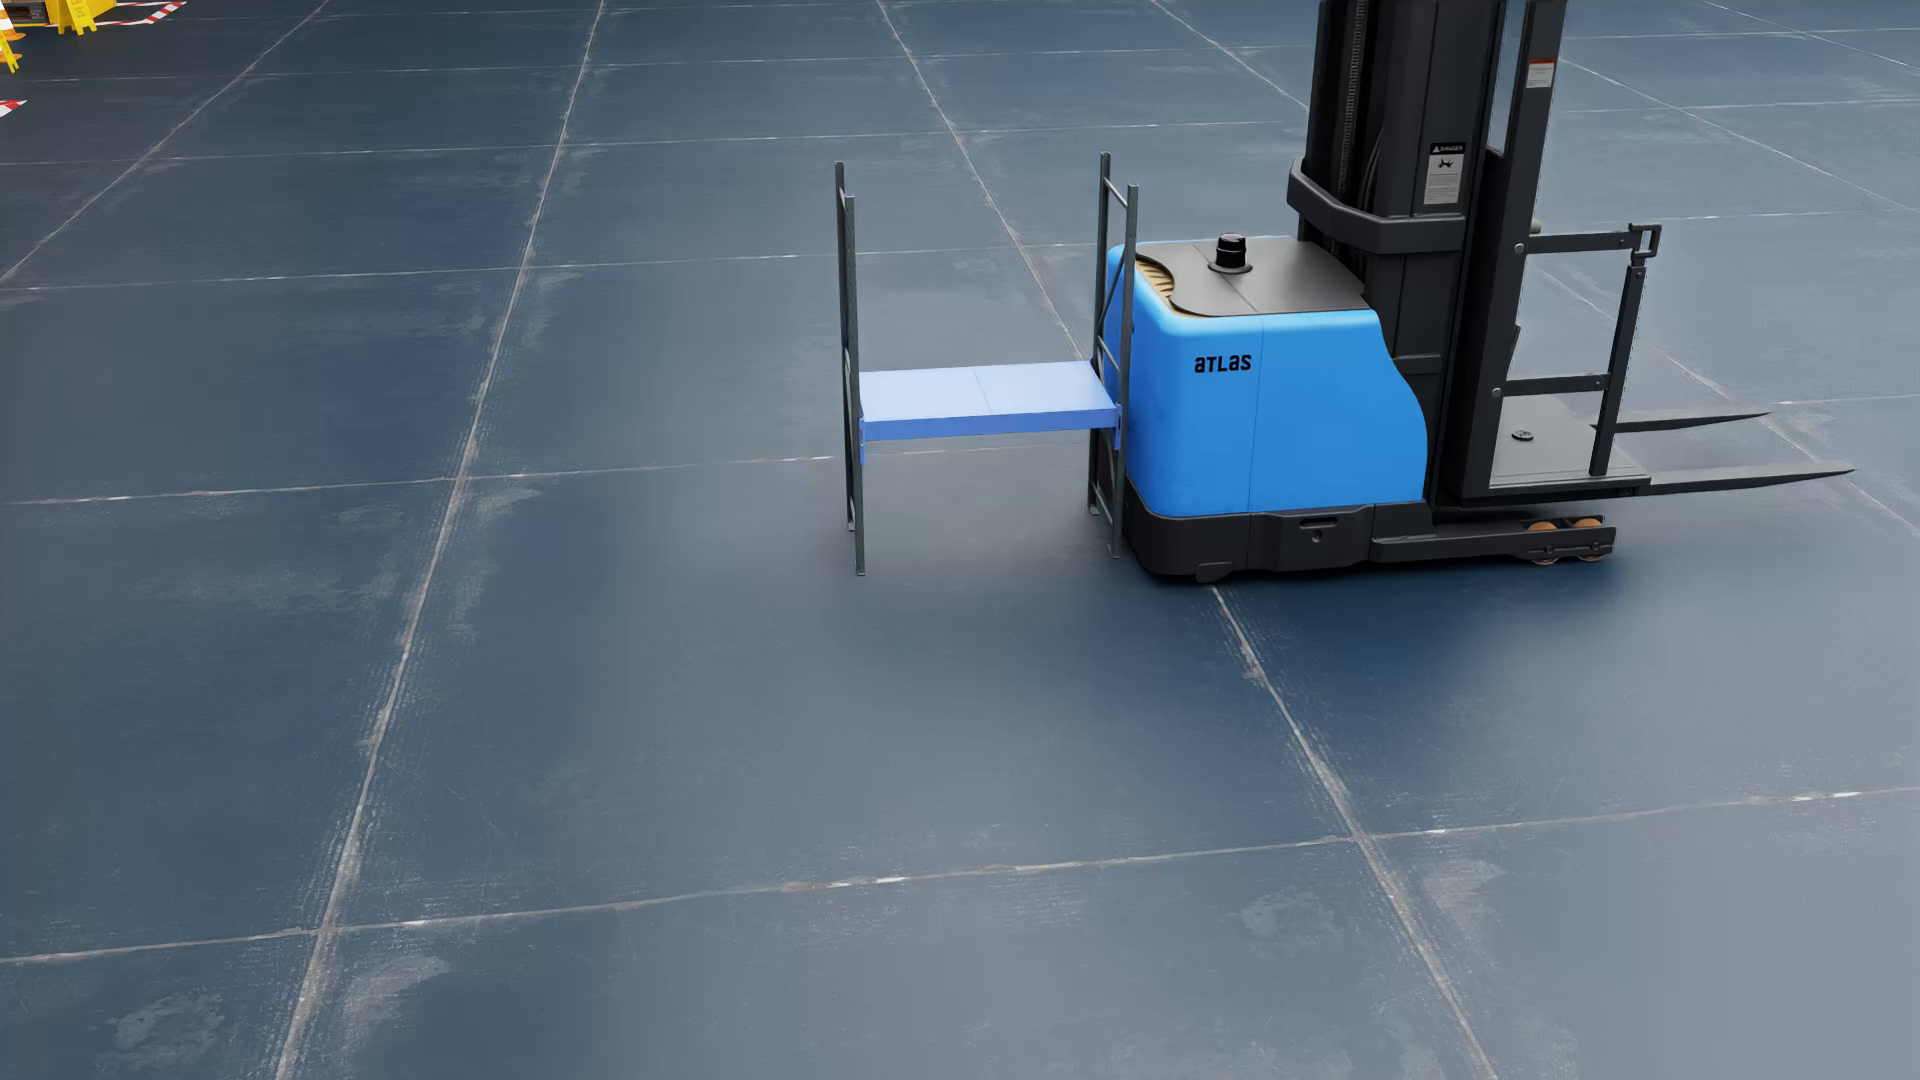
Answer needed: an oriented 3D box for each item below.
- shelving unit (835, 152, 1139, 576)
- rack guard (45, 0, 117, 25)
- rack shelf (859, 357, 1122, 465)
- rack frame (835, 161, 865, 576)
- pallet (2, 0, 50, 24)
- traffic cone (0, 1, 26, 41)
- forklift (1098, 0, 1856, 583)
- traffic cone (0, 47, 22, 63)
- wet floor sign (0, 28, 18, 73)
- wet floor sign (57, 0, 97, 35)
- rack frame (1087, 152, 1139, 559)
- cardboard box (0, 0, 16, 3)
[{"bbox_3d":[0.084,-0.673,6.418,1.048,1.500,0.538,-4,27,-7],"label":"shelving unit"},{"bbox_3d":[-9.251,-5.776,17.460,0.348,0.500,1.175,-4,27,-7],"label":"rack guard"},{"bbox_3d":[0.084,-0.513,6.500,1.000,0.185,0.538,-4,27,-7],"label":"rack shelf"},{"bbox_3d":[-0.419,-0.640,6.355,0.032,1.500,0.500,-4,27,-7],"label":"rack frame"},{"bbox_3d":[-10.061,-5.612,17.457,1.213,0.211,1.003,-4,27,-7],"label":"pallet"},{"bbox_3d":[-9.422,-5.154,16.288,0.334,0.463,0.336,-4,27,-7],"label":"traffic cone"},{"bbox_3d":[2.135,-1.440,6.347,3.031,2.935,1.130,-4,27,-8],"label":"forklift"},{"bbox_3d":[-8.931,-4.674,15.352,0.334,0.463,0.336,-4,27,-7],"label":"traffic cone"},{"bbox_3d":[-8.633,-4.512,14.836,0.232,0.644,0.267,-8,28,-16],"label":"wet floor sign"},{"bbox_3d":[-8.839,-5.374,16.517,0.232,0.644,0.267,6,28,11],"label":"wet floor sign"},{"bbox_3d":[0.588,-0.705,6.481,0.032,1.500,0.500,-4,27,-7],"label":"rack frame"},{"bbox_3d":[-9.963,-5.682,17.091,0.500,0.250,0.500,-4,27,-7],"label":"cardboard box"}]
